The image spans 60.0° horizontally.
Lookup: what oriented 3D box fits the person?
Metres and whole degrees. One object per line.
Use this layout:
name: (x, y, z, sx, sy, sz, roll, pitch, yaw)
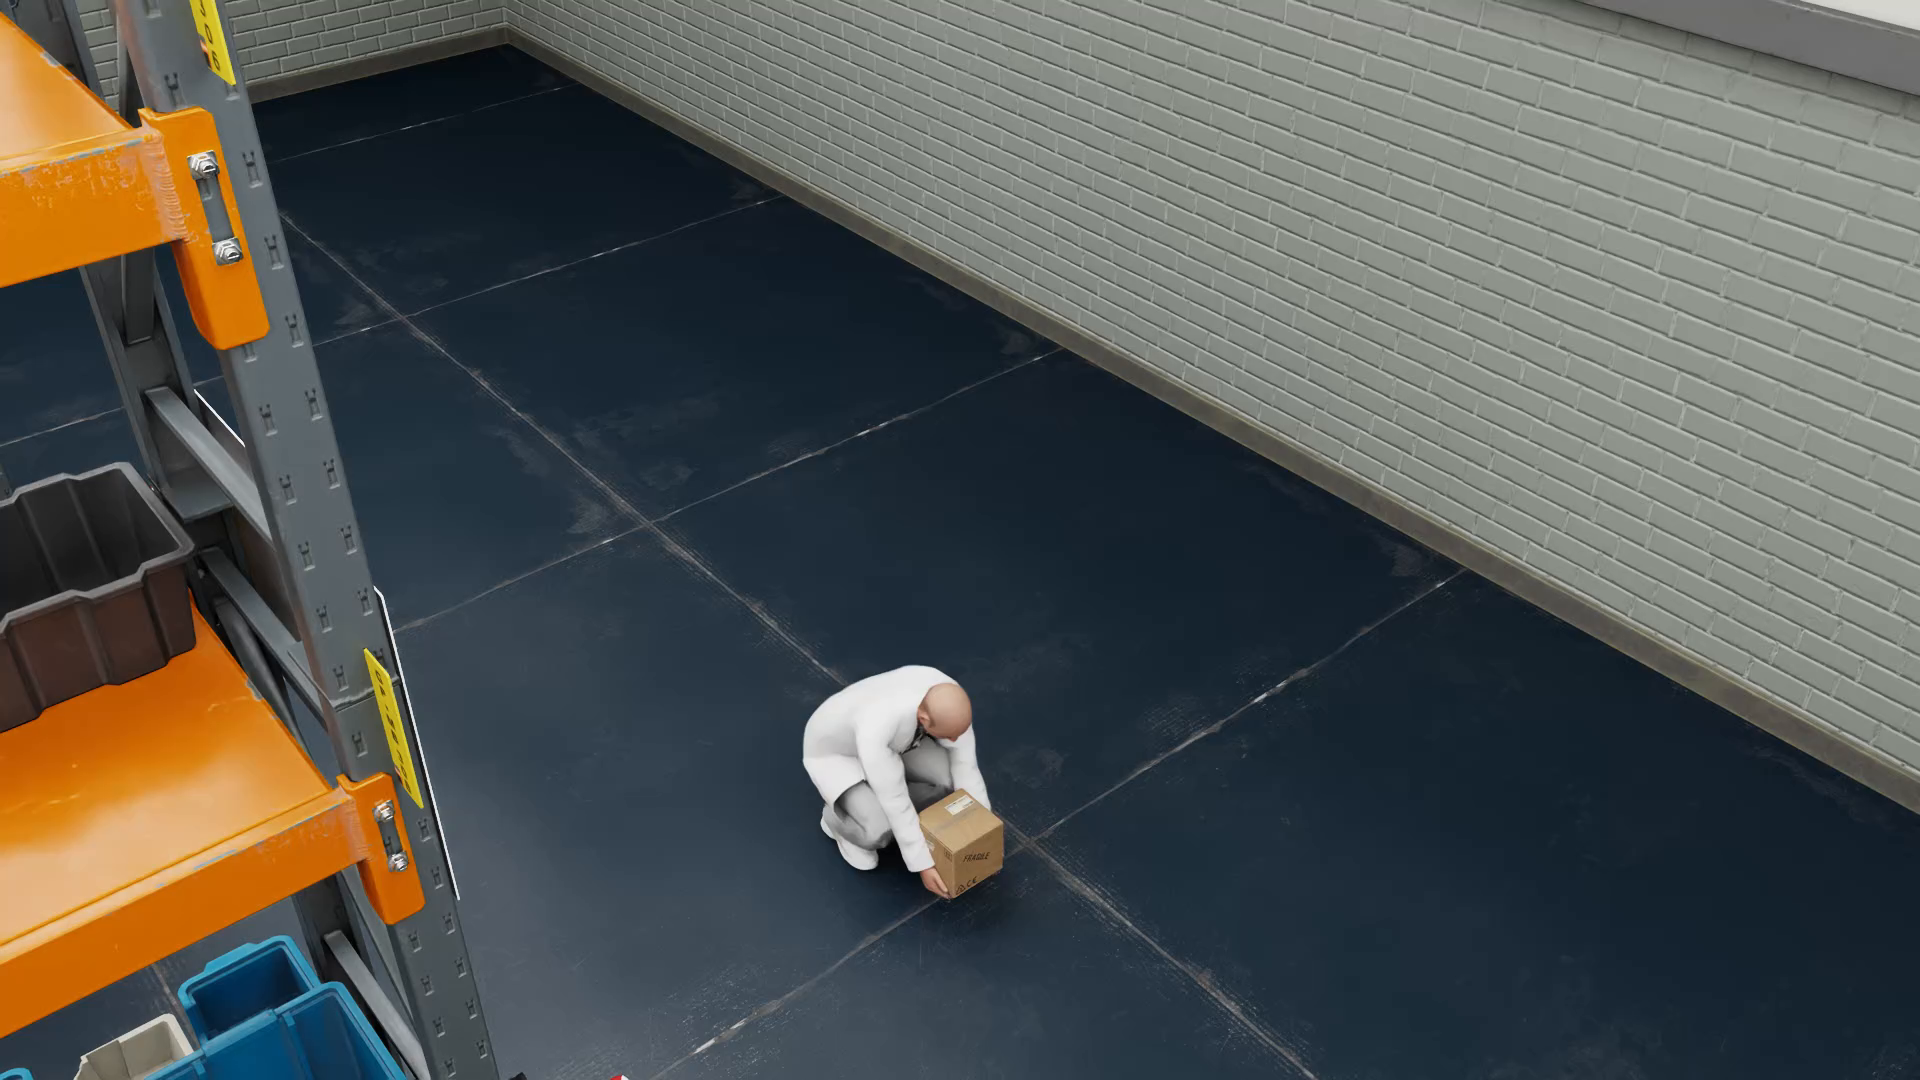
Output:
person: (-0.239, 0.874, 6.538, 0.585, 1.005, 0.918, -27, 43, -32)
